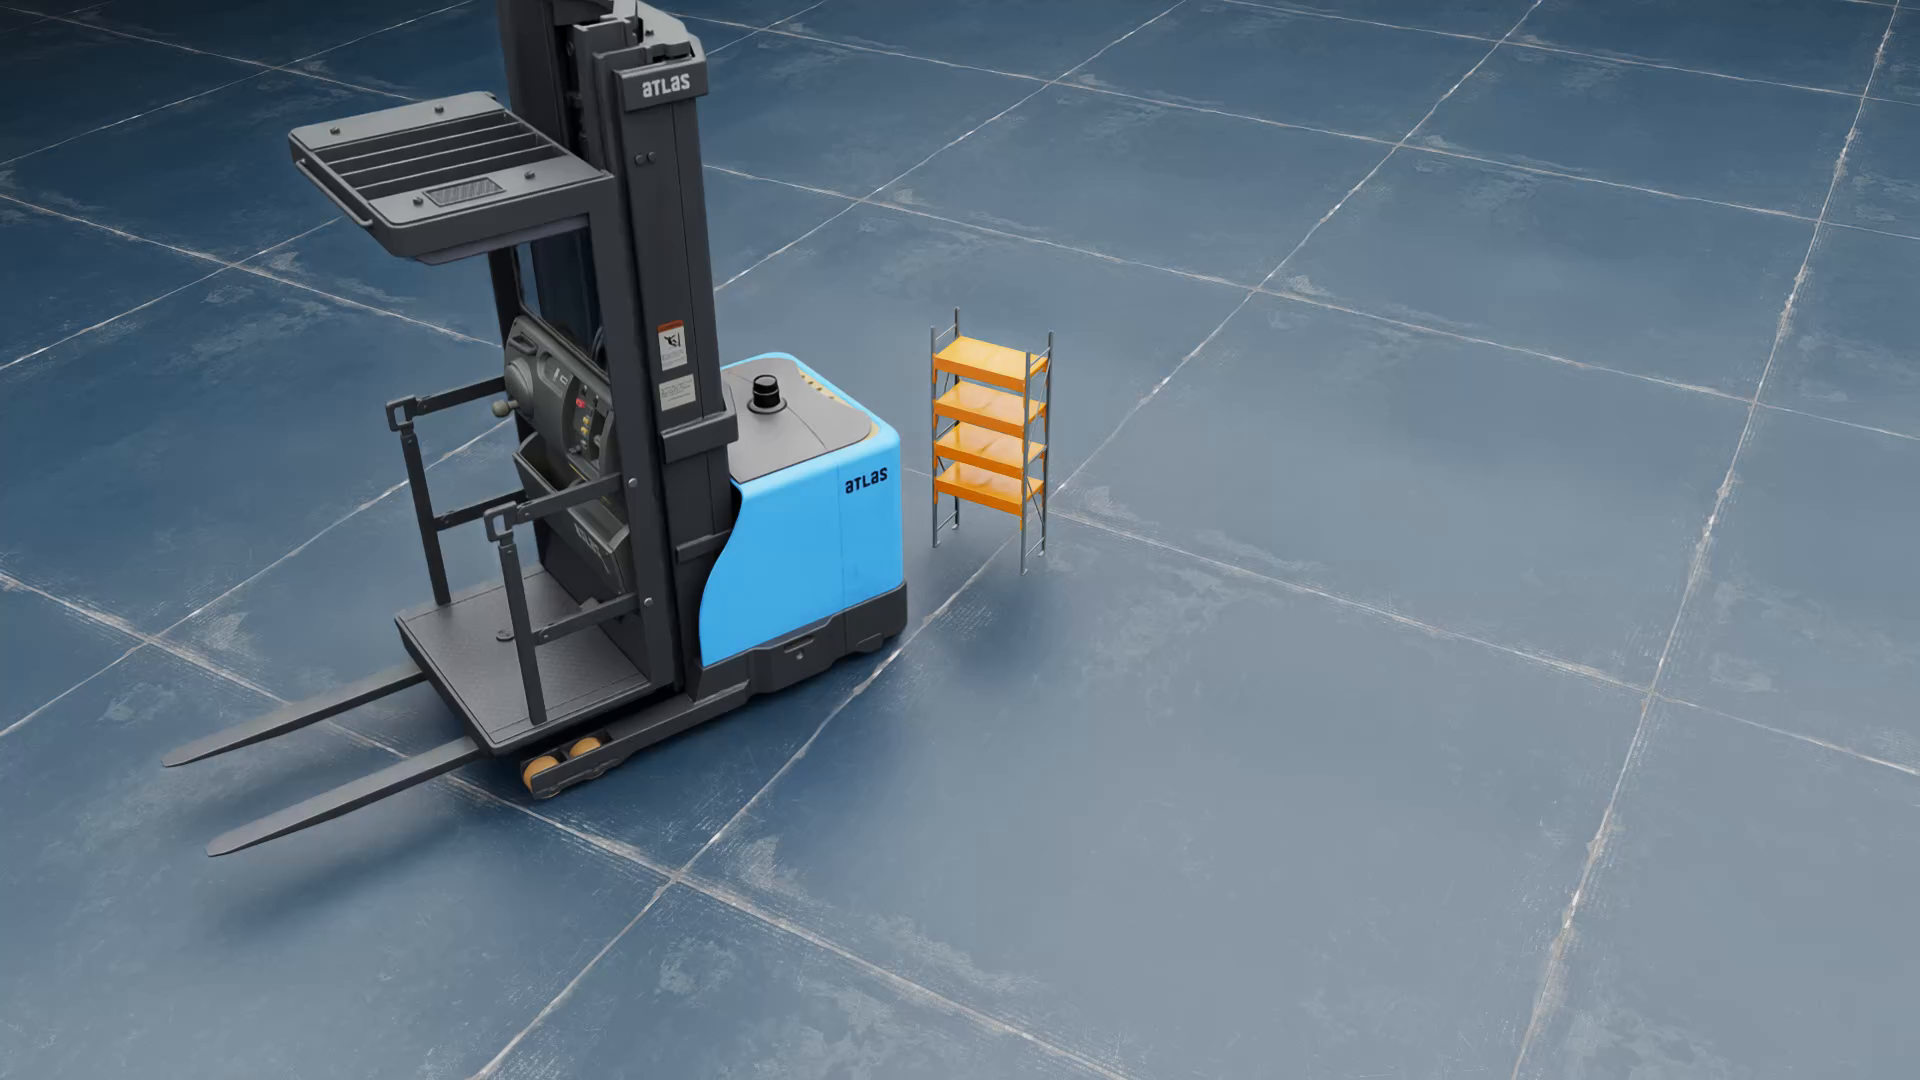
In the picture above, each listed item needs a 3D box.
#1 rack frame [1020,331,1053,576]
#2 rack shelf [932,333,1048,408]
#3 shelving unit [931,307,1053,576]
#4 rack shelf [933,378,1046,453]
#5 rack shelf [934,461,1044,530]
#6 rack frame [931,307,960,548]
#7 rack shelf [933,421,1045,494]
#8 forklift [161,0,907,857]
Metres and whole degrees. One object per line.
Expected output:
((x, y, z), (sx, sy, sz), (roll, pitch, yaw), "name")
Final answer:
((0.356, -0.387, 7.748), (0.015, 1.200, 0.240), (18, 37, 24), "rack frame")
((0.144, -0.781, 7.631), (0.480, 0.148, 0.258), (18, 37, 24), "rack shelf")
((0.144, -0.454, 7.849), (0.503, 1.200, 0.258), (18, 37, 24), "shelving unit")
((0.144, -0.584, 7.762), (0.480, 0.148, 0.258), (18, 37, 24), "rack shelf")
((0.144, -0.233, 7.996), (0.480, 0.148, 0.258), (18, 37, 24), "rack shelf")
((-0.068, -0.521, 7.950), (0.015, 1.200, 0.240), (18, 37, 24), "rack frame")
((0.144, -0.398, 7.886), (0.480, 0.148, 0.258), (18, 37, 24), "rack shelf")
((-1.730, -0.515, 6.379), (3.031, 2.935, 1.130), (-22, 39, -29), "forklift")
